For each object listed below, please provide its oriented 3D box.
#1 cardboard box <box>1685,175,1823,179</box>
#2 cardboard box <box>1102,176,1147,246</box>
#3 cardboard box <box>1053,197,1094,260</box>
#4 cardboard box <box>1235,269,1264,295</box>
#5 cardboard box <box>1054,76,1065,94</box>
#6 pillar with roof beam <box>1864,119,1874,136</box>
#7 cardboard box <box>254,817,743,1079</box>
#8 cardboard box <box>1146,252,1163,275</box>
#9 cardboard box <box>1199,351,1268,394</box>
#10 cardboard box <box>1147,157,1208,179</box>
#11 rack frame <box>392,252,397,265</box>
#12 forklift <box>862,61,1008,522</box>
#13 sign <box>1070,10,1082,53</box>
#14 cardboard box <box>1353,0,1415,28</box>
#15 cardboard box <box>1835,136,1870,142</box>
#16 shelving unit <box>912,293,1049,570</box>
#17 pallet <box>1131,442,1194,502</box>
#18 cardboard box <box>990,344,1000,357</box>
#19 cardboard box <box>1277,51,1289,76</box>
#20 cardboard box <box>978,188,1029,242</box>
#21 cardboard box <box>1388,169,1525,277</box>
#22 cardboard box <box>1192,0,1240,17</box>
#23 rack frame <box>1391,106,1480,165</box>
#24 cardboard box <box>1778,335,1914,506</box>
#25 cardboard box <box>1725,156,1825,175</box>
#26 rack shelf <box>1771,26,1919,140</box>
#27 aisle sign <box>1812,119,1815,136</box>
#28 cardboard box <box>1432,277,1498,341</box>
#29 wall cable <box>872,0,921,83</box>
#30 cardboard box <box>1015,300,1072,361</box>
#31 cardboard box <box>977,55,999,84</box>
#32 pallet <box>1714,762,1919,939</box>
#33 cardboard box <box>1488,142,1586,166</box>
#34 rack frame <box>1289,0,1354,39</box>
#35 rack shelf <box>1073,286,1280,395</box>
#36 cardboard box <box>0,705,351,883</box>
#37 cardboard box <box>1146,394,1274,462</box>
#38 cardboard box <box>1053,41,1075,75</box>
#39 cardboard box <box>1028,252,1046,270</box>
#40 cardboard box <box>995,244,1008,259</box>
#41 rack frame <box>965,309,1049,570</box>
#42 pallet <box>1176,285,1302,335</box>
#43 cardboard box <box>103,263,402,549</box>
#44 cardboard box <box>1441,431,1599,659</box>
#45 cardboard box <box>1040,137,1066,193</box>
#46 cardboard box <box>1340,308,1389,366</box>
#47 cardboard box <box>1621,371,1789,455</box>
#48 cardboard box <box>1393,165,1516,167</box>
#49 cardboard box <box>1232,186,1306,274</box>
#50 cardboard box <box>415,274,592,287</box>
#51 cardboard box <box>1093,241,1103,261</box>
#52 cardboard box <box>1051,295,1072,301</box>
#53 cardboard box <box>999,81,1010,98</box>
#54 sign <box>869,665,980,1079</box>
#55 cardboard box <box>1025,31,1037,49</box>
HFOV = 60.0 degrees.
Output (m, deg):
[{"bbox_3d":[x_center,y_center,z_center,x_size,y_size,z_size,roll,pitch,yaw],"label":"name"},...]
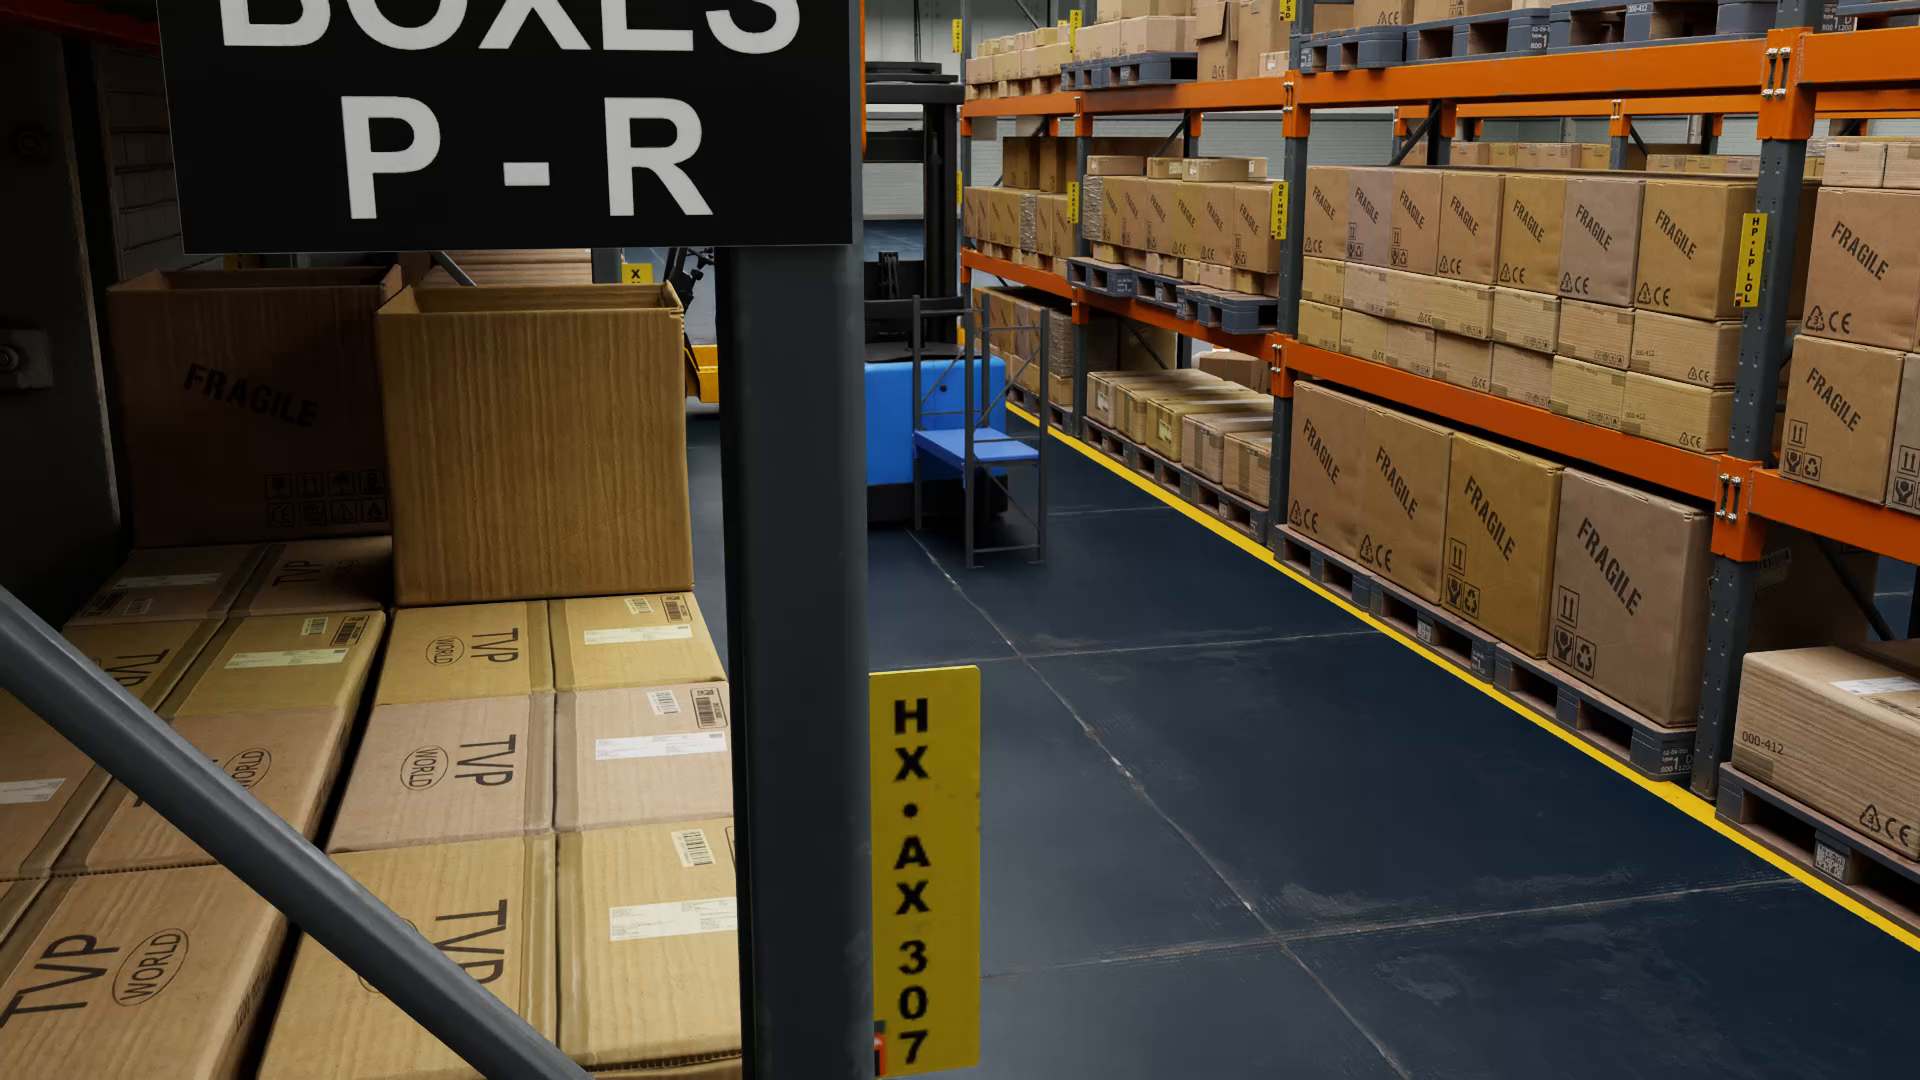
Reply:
[{"bbox_3d":[3.353,-1.264,6.963,0.500,0.500,0.500,-3,14,-14],"label":"cardboard box"},{"bbox_3d":[1.394,-2.499,12.614,0.500,0.500,0.500,-3,14,-13],"label":"cardboard box"},{"bbox_3d":[1.098,-2.624,14.008,0.500,0.500,0.500,-4,14,-15],"label":"cardboard box"},{"bbox_3d":[1.945,-1.621,10.388,0.380,0.149,0.250,-3,14,-12],"label":"cardboard box"},{"bbox_3d":[1.016,-3.854,14.089,0.380,0.149,0.250,-3,14,-13],"label":"cardboard box"},{"bbox_3d":[17.175,-11.359,37.959,9.100,9.000,0.400,-3,14,-13],"label":"pillar with roof beam"},{"bbox_3d":[-0.406,0.513,1.698,0.500,0.250,0.500,-3,14,-13],"label":"cardboard box"},{"bbox_3d":[1.546,-1.977,11.841,0.380,0.149,0.250,-3,14,-11],"label":"cardboard box"},{"bbox_3d":[2.515,-1.452,15.311,0.500,0.500,0.500,7,15,26],"label":"cardboard box"},{"bbox_3d":[1.566,-2.681,11.991,0.380,0.149,0.250,-2,14,-10],"label":"cardboard box"},{"bbox_3d":[-2.440,-1.142,8.779,1.000,3.000,0.127,-3,14,-13],"label":"rack frame"},{"bbox_3d":[-0.638,-1.840,11.783,1.130,2.935,3.031,-5,14,-18],"label":"forklift"},{"bbox_3d":[0.918,-4.018,13.144,0.100,0.325,0.005,-3,14,-13],"label":"sign"},{"bbox_3d":[2.619,-3.052,9.176,0.797,0.503,0.637,-4,14,-17],"label":"cardboard box"},{"bbox_3d":[10.112,-4.238,18.509,0.500,0.500,0.500,-3,14,-13],"label":"cardboard box"},{"bbox_3d":[0.108,-0.690,10.091,0.538,1.500,1.048,-5,14,-18],"label":"shelving unit"},{"bbox_3d":[1.918,-0.526,12.134,1.003,0.211,1.213,-3,14,-13],"label":"pallet"},{"bbox_3d":[0.538,-1.813,16.437,0.500,0.250,0.500,-3,14,-11],"label":"cardboard box"},{"bbox_3d":[2.105,-2.815,9.839,0.380,0.149,0.250,-3,14,-13],"label":"cardboard box"},{"bbox_3d":[0.471,-3.214,16.423,0.500,0.500,0.500,-3,14,-11],"label":"cardboard box"},{"bbox_3d":[2.494,-1.592,8.305,0.500,0.500,0.500,-3,14,-12],"label":"cardboard box"},{"bbox_3d":[1.965,-3.812,11.768,0.500,0.250,0.500,-3,14,-12],"label":"cardboard box"},{"bbox_3d":[5.293,-3.564,18.694,1.000,3.000,0.127,-3,14,-13],"label":"rack frame"},{"bbox_3d":[3.179,-0.422,5.624,0.500,0.500,0.500,-3,14,-11],"label":"cardboard box"},{"bbox_3d":[6.595,-2.826,13.357,0.700,0.500,0.500,-3,14,-13],"label":"cardboard box"},{"bbox_3d":[3.793,-1.143,3.979,1.077,0.370,4.000,-3,14,-13],"label":"rack shelf"},{"bbox_3d":[9.831,-5.077,19.412,0.394,0.787,0.004,-3,14,-13],"label":"aisle sign"},{"bbox_3d":[2.594,-1.106,7.895,0.500,0.250,0.500,-3,14,-12],"label":"cardboard box"},{"bbox_3d":[-2.252,-15.542,47.917,2.305,6.003,0.169,-3,14,-13],"label":"wall cable"},{"bbox_3d":[0.802,-1.931,15.339,0.500,0.500,0.500,-3,14,-10],"label":"cardboard box"},{"bbox_3d":[0.473,-4.546,16.083,0.500,0.250,0.500,-3,14,-14],"label":"cardboard box"},{"bbox_3d":[3.425,1.038,5.733,1.003,0.211,1.213,-3,14,-13],"label":"pallet"},{"bbox_3d":[5.811,-3.700,16.660,0.875,0.550,0.500,-3,14,-13],"label":"cardboard box"},{"bbox_3d":[2.384,-4.333,9.203,1.000,3.000,0.127,-3,14,-13],"label":"rack frame"},{"bbox_3d":[1.914,-1.531,11.889,1.077,0.370,4.000,-3,14,-13],"label":"rack shelf"},{"bbox_3d":[-1.048,0.422,2.069,0.500,0.250,0.500,-3,14,-13],"label":"cardboard box"},{"bbox_3d":[1.907,-0.823,12.126,0.950,0.372,0.625,-3,14,-11],"label":"cardboard box"},{"bbox_3d":[1.078,-3.958,13.676,0.500,0.250,0.500,-3,14,-14],"label":"cardboard box"},{"bbox_3d":[0.831,-2.511,14.915,0.380,0.149,0.250,-3,14,-14],"label":"cardboard box"},{"bbox_3d":[0.548,-2.811,16.140,0.380,0.149,0.250,-3,14,-12],"label":"cardboard box"},{"bbox_3d":[0.270,-0.576,9.623,0.500,1.500,0.032,-5,14,-18],"label":"rack frame"},{"bbox_3d":[2.113,-1.484,10.587,1.213,0.211,1.003,-3,14,-13],"label":"pallet"},{"bbox_3d":[-1.410,-0.296,3.429,0.500,0.500,0.500,-4,14,-15],"label":"cardboard box"},{"bbox_3d":[2.880,-0.015,7.759,0.875,0.875,0.875,-3,14,-12],"label":"cardboard box"},{"bbox_3d":[1.150,-3.486,15.431,0.700,0.500,0.500,-3,14,-14],"label":"cardboard box"},{"bbox_3d":[2.392,-1.102,8.933,0.500,0.250,0.500,-4,14,-15],"label":"cardboard box"},{"bbox_3d":[2.973,-0.513,6.522,0.500,0.250,0.500,-4,14,-15],"label":"cardboard box"},{"bbox_3d":[2.759,-1.849,9.356,0.500,0.500,0.500,-4,14,-15],"label":"cardboard box"},{"bbox_3d":[2.007,-1.906,10.184,0.500,0.500,0.500,-4,14,-15],"label":"cardboard box"},{"bbox_3d":[-1.397,-0.595,5.449,0.700,0.500,0.500,-3,14,-12],"label":"cardboard box"},{"bbox_3d":[1.267,-2.279,13.078,0.380,0.149,0.250,-3,14,-12],"label":"cardboard box"},{"bbox_3d":[1.184,-2.090,15.990,0.500,0.500,0.500,-4,14,-15],"label":"cardboard box"},{"bbox_3d":[0.574,-4.207,15.537,0.380,0.149,0.250,-3,14,-13],"label":"cardboard box"},{"bbox_3d":[-0.034,0.253,1.247,0.100,0.325,0.005,-3,14,-13],"label":"sign"},{"bbox_3d":[0.787,-4.421,14.731,0.380,0.149,0.250,-3,14,-13],"label":"cardboard box"}]
